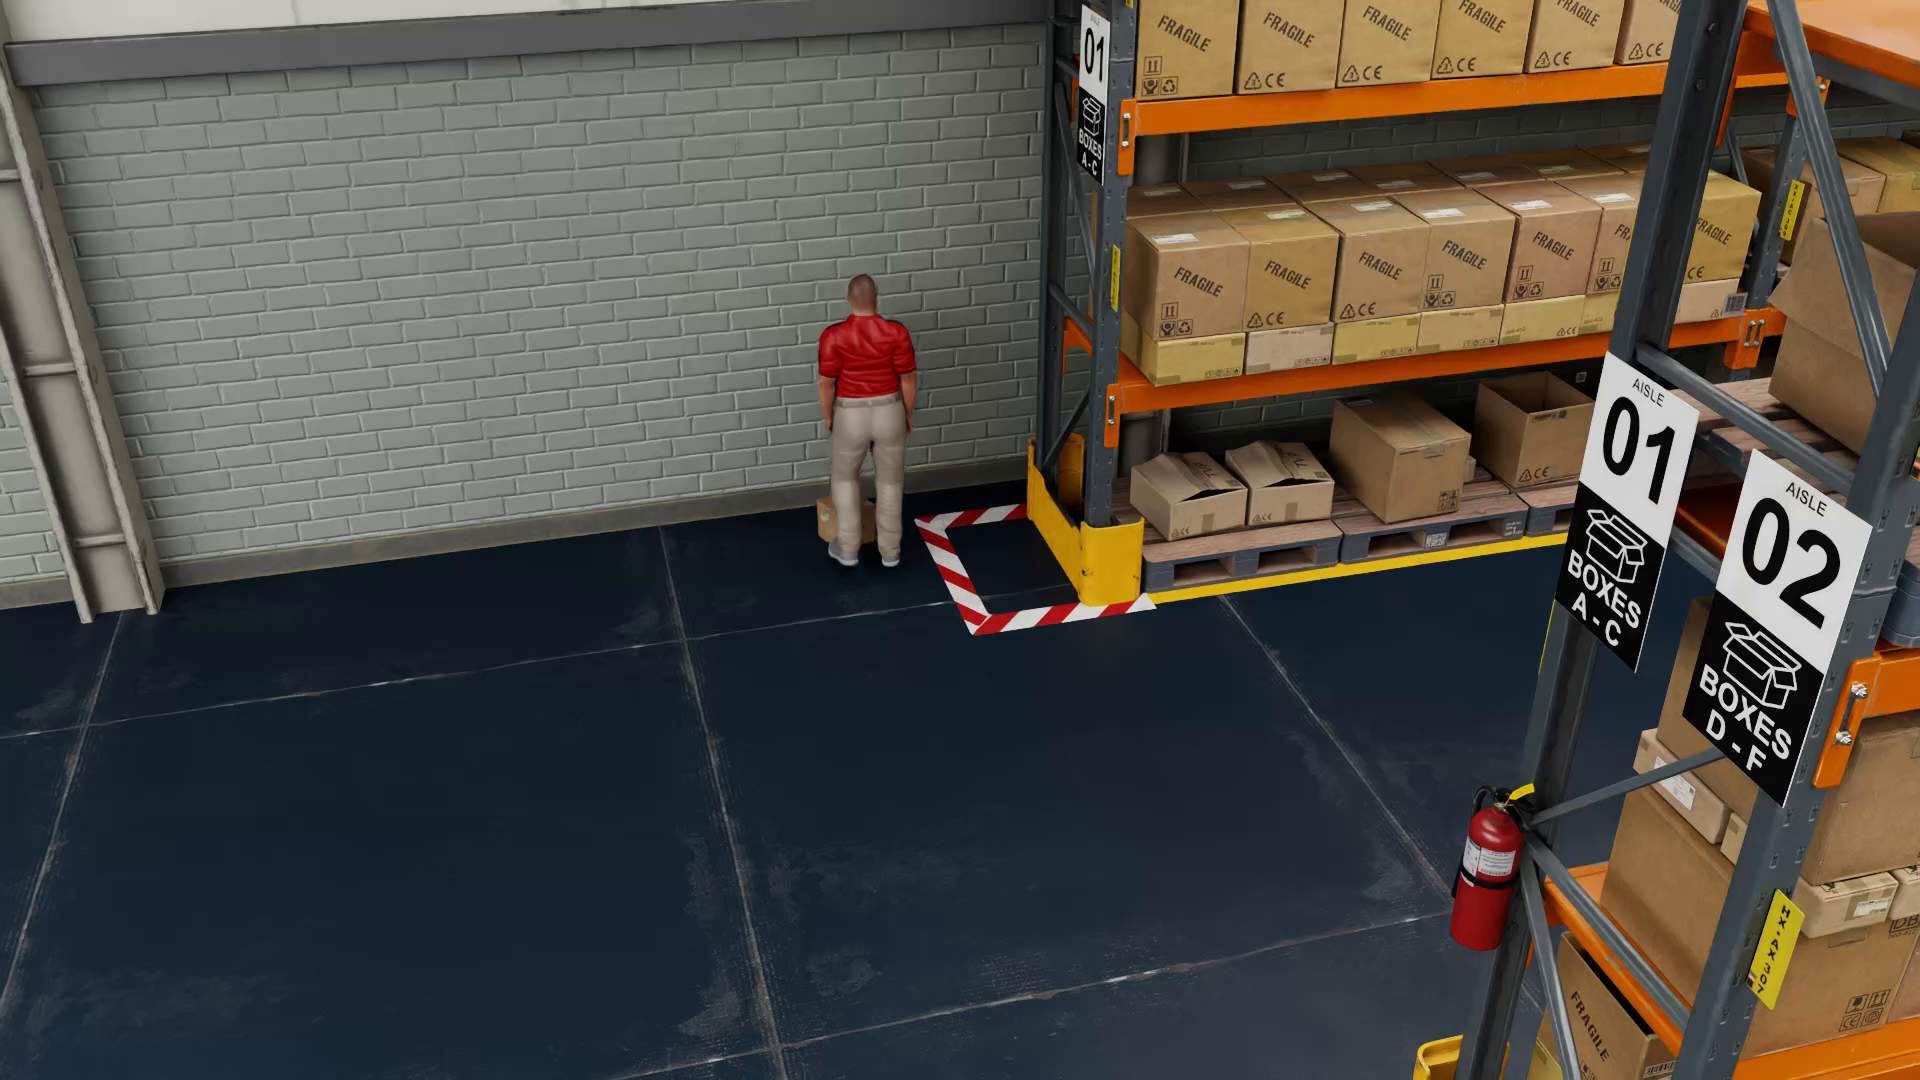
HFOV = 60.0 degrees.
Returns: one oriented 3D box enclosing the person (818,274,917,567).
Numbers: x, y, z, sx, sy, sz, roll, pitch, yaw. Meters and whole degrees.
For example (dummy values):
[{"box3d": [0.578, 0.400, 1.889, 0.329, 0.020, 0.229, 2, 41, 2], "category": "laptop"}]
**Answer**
[{"box3d": [-0.513, -0.663, 9.374, 0.552, 1.717, 0.424, -4, 30, -7], "category": "person"}]
